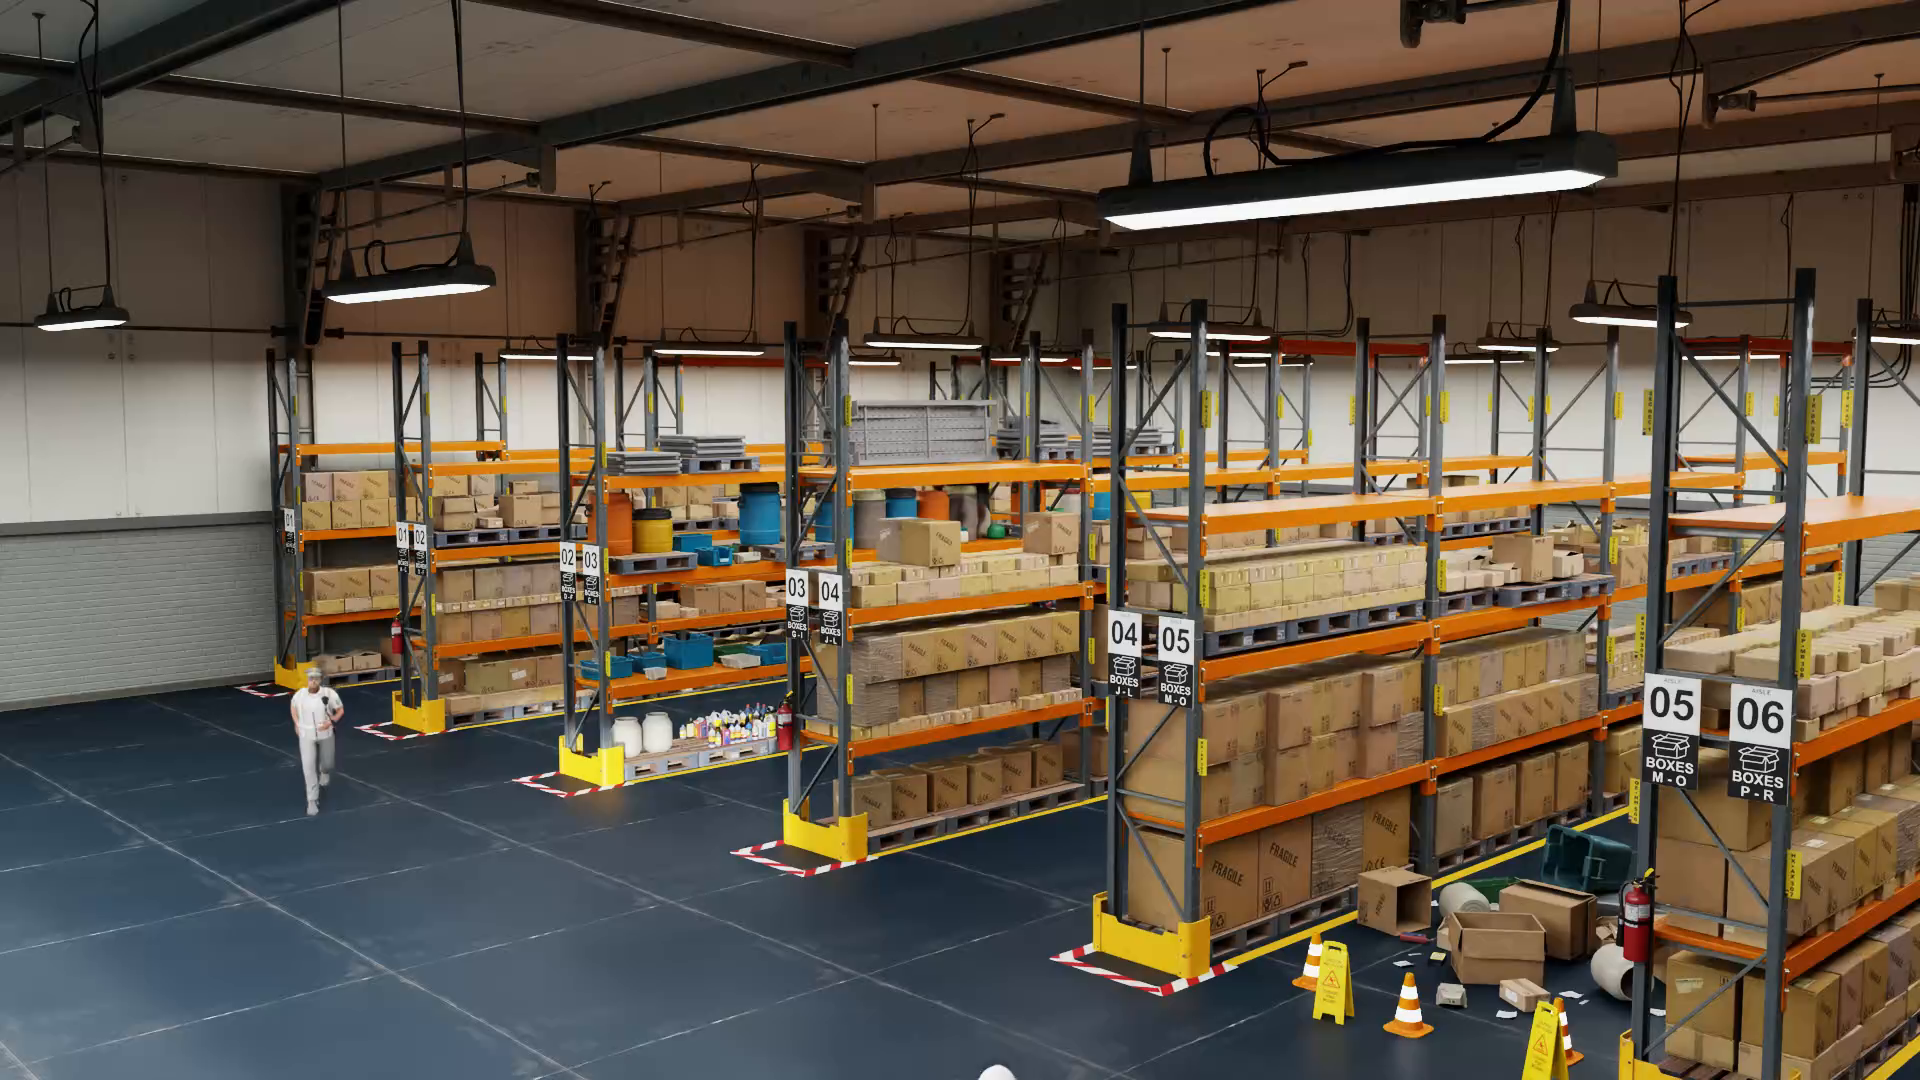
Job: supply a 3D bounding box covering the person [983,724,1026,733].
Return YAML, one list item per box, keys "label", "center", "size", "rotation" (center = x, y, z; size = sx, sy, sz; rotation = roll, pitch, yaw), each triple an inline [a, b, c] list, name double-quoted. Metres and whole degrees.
- label: "person"
  center: [0.660, 1.943, 24.183]
  size: [0.603, 1.701, 0.857]
  rotation: [4, 6, 38]

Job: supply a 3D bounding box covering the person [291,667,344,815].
- label: "person"
  center: [-8.102, 2.482, 21.007]
  size: [0.630, 1.799, 1.098]
  rotation: [-2, 5, -22]

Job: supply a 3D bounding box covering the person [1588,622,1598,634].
- label: "person"
  center: [9.571, 2.113, 25.151]
  size: [0.648, 1.727, 0.590]
  rotation: [5, 7, 43]

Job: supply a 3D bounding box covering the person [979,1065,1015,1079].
- label: "person"
  center: [0.186, 3.541, 8.459]
  size: [0.695, 1.763, 0.964]
  rotation: [0, 5, 1]
